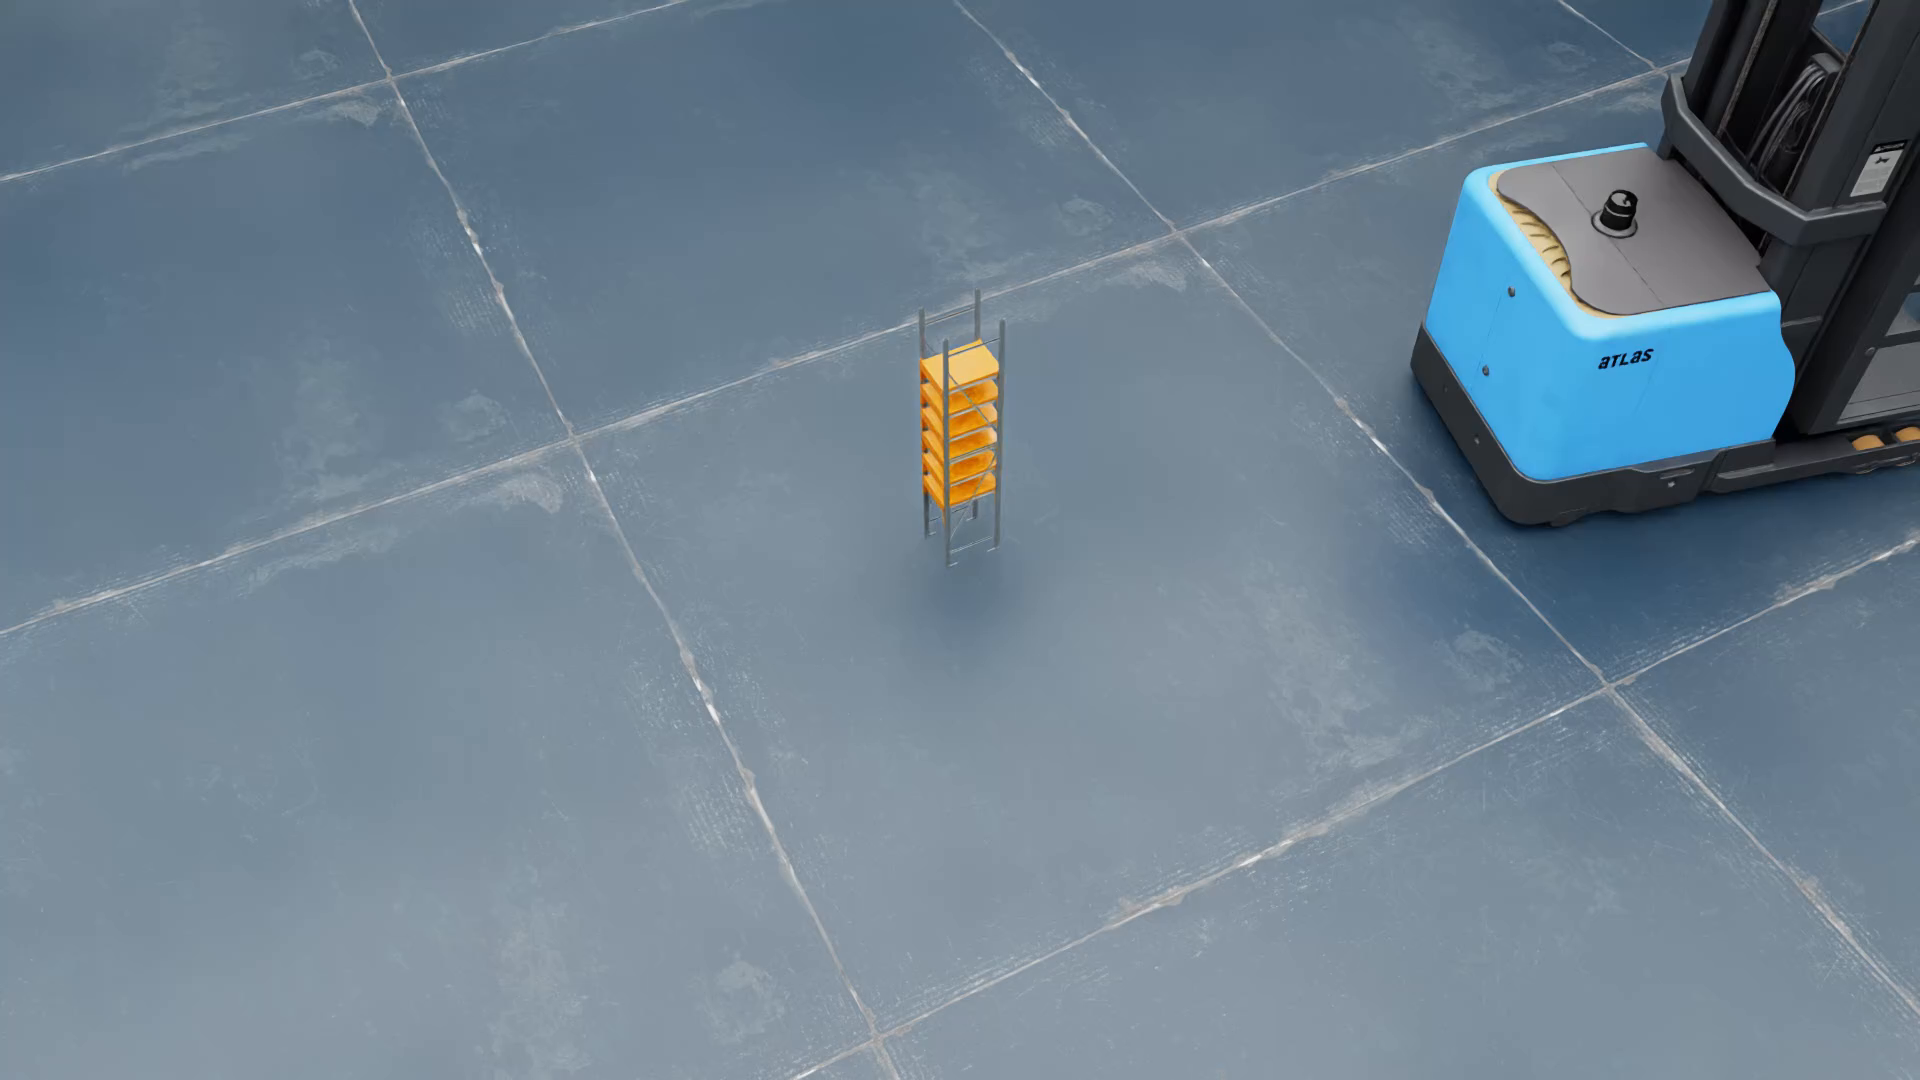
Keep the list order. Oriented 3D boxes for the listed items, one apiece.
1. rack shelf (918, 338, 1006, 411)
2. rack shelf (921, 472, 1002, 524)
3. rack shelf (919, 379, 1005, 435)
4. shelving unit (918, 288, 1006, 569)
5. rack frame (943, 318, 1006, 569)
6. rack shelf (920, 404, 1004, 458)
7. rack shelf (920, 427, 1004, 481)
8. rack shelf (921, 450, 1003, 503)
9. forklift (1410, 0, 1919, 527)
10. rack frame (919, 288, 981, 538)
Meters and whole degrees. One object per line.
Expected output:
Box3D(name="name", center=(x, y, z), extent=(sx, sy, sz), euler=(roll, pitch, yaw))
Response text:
Box3D(name="rack shelf", center=(0.007, -0.593, 5.945), extent=(0.258, 0.103, 0.180), euler=(-21, 52, -18))
Box3D(name="rack shelf", center=(0.007, -0.198, 6.397), extent=(0.258, 0.103, 0.180), euler=(-21, 52, -18))
Box3D(name="rack shelf", center=(0.007, -0.514, 6.035), extent=(0.258, 0.103, 0.180), euler=(-21, 52, -18))
Box3D(name="shelving unit", center=(0.007, -0.385, 6.183), extent=(0.258, 1.200, 0.189), euler=(-21, 52, -18))
Box3D(name="rack frame", center=(0.049, -0.324, 6.129), extent=(0.240, 1.200, 0.006), euler=(-21, 52, -18))
Box3D(name="rack shelf", center=(0.007, -0.435, 6.126), extent=(0.258, 0.103, 0.180), euler=(-21, 52, -18))
Box3D(name="rack shelf", center=(0.007, -0.356, 6.216), extent=(0.258, 0.103, 0.180), euler=(-21, 52, -18))
Box3D(name="rack shelf", center=(0.007, -0.277, 6.306), extent=(0.258, 0.103, 0.180), euler=(-21, 52, -18))
Box3D(name="forklift", center=(3.526, -1.617, 6.109), extent=(3.031, 2.935, 1.130), euler=(-10, 50, -9))
Box3D(name="rack frame", center=(-0.035, -0.447, 6.236), extent=(0.240, 1.200, 0.006), euler=(-21, 52, -18))
